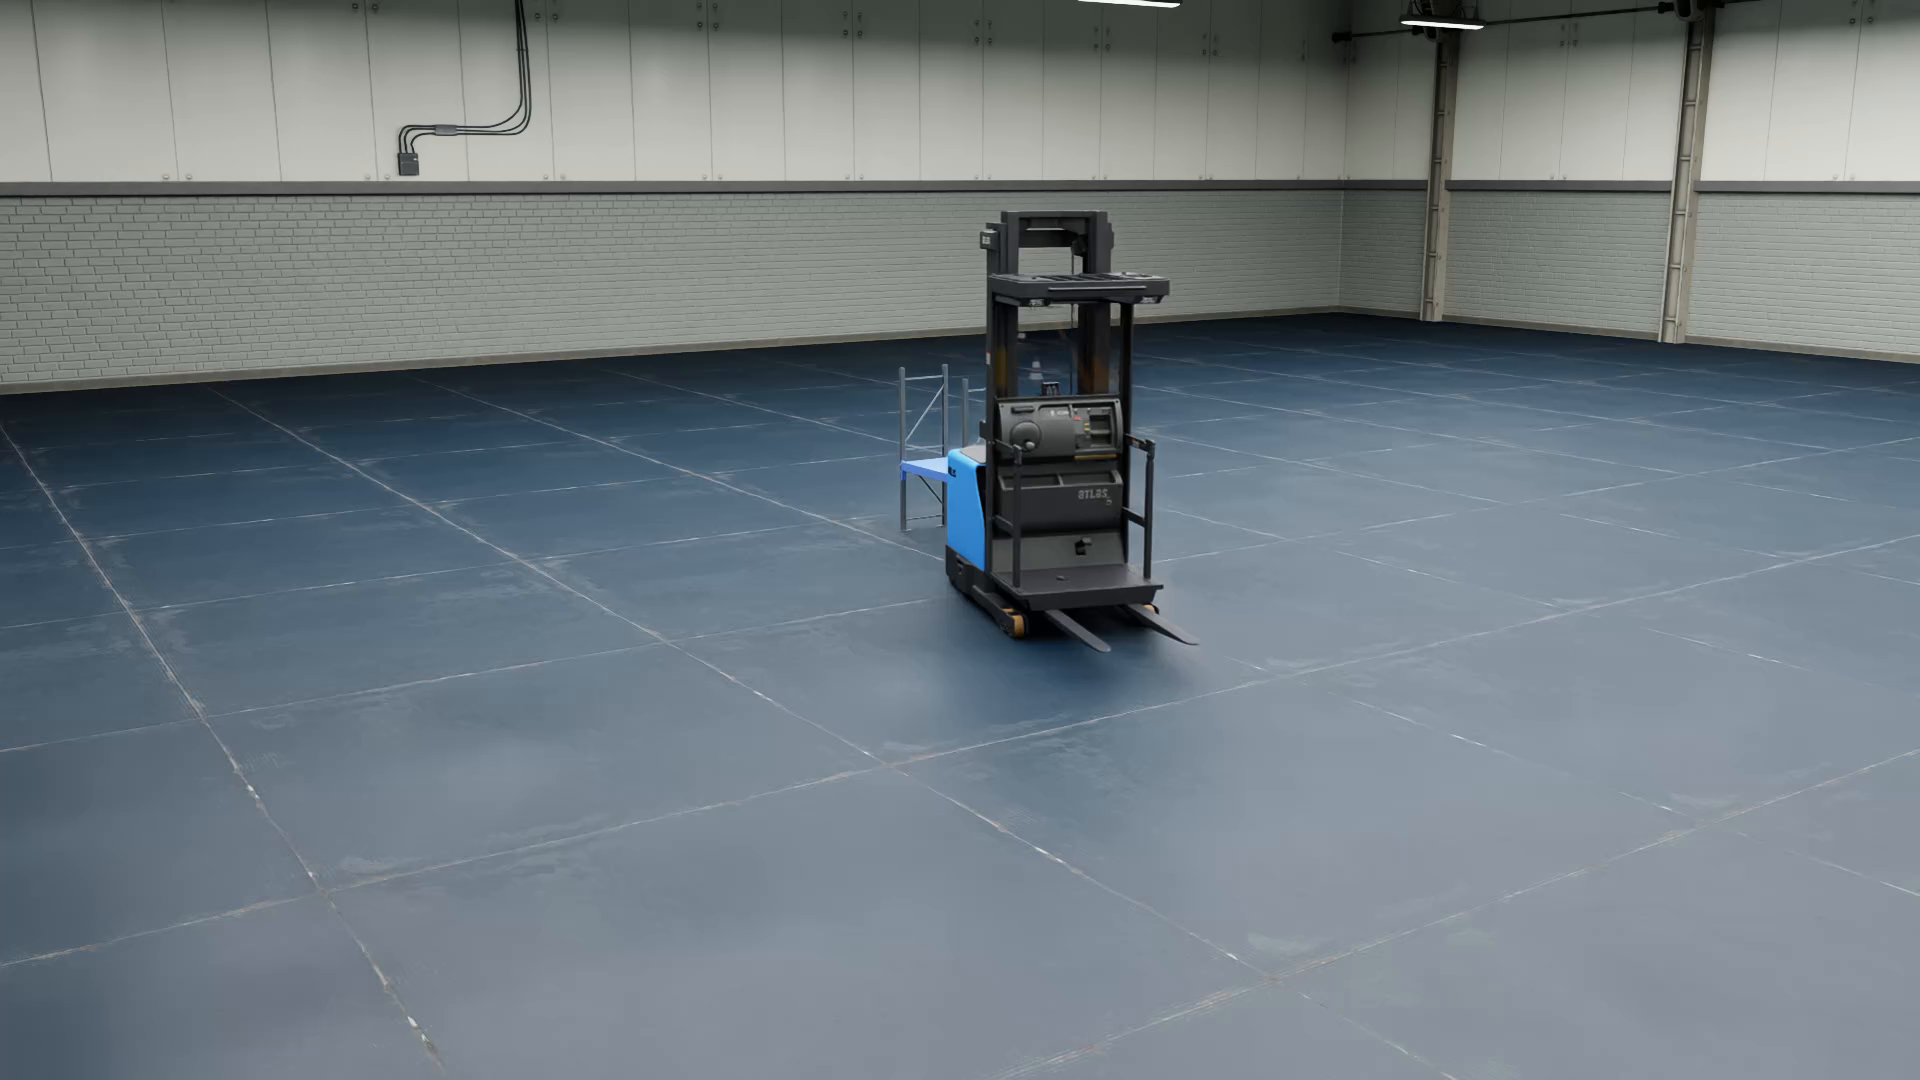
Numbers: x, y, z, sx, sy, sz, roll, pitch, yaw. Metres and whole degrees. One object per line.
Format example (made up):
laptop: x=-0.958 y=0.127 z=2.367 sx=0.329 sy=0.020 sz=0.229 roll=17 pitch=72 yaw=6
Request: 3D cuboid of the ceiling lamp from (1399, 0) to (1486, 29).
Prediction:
ceiling lamp: x=8.617 y=-10.910 z=30.022 sx=2.000 sy=3.185 sz=0.800 roll=-8 pitch=15 yaw=-33

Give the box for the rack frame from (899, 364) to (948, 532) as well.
rack frame: x=-0.329 y=-0.838 z=15.184 sx=0.500 sy=1.500 sz=0.032 roll=-8 pitch=15 yaw=-33

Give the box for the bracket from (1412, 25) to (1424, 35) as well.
bracket: x=10.080 y=-11.123 z=36.234 sx=0.235 sy=0.232 sz=0.430 roll=-8 pitch=15 yaw=-33

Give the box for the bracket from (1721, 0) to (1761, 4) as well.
bracket: x=15.292 y=-9.450 z=28.584 sx=0.076 sy=0.066 sz=4.783 roll=-8 pitch=15 yaw=-33

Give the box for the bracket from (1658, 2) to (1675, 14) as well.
bracket: x=13.405 y=-10.056 z=31.354 sx=0.235 sy=0.232 sz=0.430 roll=-8 pitch=15 yaw=-33

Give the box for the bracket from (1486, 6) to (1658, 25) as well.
bracket: x=11.968 y=-10.517 z=33.464 sx=0.076 sy=0.066 sz=4.783 roll=-8 pitch=15 yaw=-33

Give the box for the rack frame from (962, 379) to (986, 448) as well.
rack frame: x=0.234 y=-0.657 z=14.357 sx=0.500 sy=1.500 sz=0.032 roll=-8 pitch=15 yaw=-33

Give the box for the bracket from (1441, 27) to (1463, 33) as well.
bracket: x=10.540 y=-10.975 z=35.559 sx=0.235 sy=0.232 sz=0.430 roll=-8 pitch=15 yaw=-33

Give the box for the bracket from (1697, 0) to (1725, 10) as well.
bracket: x=13.865 y=-9.908 z=30.679 sx=0.235 sy=0.232 sz=0.430 roll=-8 pitch=15 yaw=-33

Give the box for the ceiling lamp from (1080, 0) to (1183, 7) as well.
ceiling lamp: x=2.507 y=-10.041 z=26.049 sx=2.000 sy=3.185 sz=0.800 roll=-8 pitch=15 yaw=-33

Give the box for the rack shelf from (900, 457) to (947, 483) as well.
rack shelf: x=-0.047 y=-0.572 z=14.809 sx=0.538 sy=0.185 sz=1.000 roll=-8 pitch=15 yaw=-33

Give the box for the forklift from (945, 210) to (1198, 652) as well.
forklift: x=0.792 y=-0.835 z=11.818 sx=1.130 sy=2.935 sz=3.031 roll=-4 pitch=13 yaw=-16

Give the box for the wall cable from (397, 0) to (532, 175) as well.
wall cable: x=-8.237 y=-9.067 z=27.297 sx=2.305 sy=6.003 sz=0.169 roll=-8 pitch=15 yaw=-33

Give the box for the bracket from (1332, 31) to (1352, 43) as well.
bracket: x=8.767 y=-11.544 z=38.161 sx=0.235 sy=0.232 sz=0.430 roll=-8 pitch=15 yaw=-33

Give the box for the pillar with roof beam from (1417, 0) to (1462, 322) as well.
pillar with roof beam: x=7.022 y=-8.823 z=34.143 sx=9.100 sy=9.000 sz=0.548 roll=-8 pitch=15 yaw=-33

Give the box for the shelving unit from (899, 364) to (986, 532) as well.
shelving unit: x=-0.047 y=-0.748 z=14.771 sx=0.538 sy=1.500 sz=1.048 roll=-8 pitch=15 yaw=-33

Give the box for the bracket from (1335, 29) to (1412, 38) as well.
bracket: x=9.095 y=-11.439 z=37.681 sx=0.076 sy=0.066 sz=3.189 roll=-8 pitch=15 yaw=-33

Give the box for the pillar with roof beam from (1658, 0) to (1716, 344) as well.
pillar with roof beam: x=10.346 y=-7.756 z=29.264 sx=9.100 sy=9.000 sz=0.548 roll=-8 pitch=15 yaw=-33
